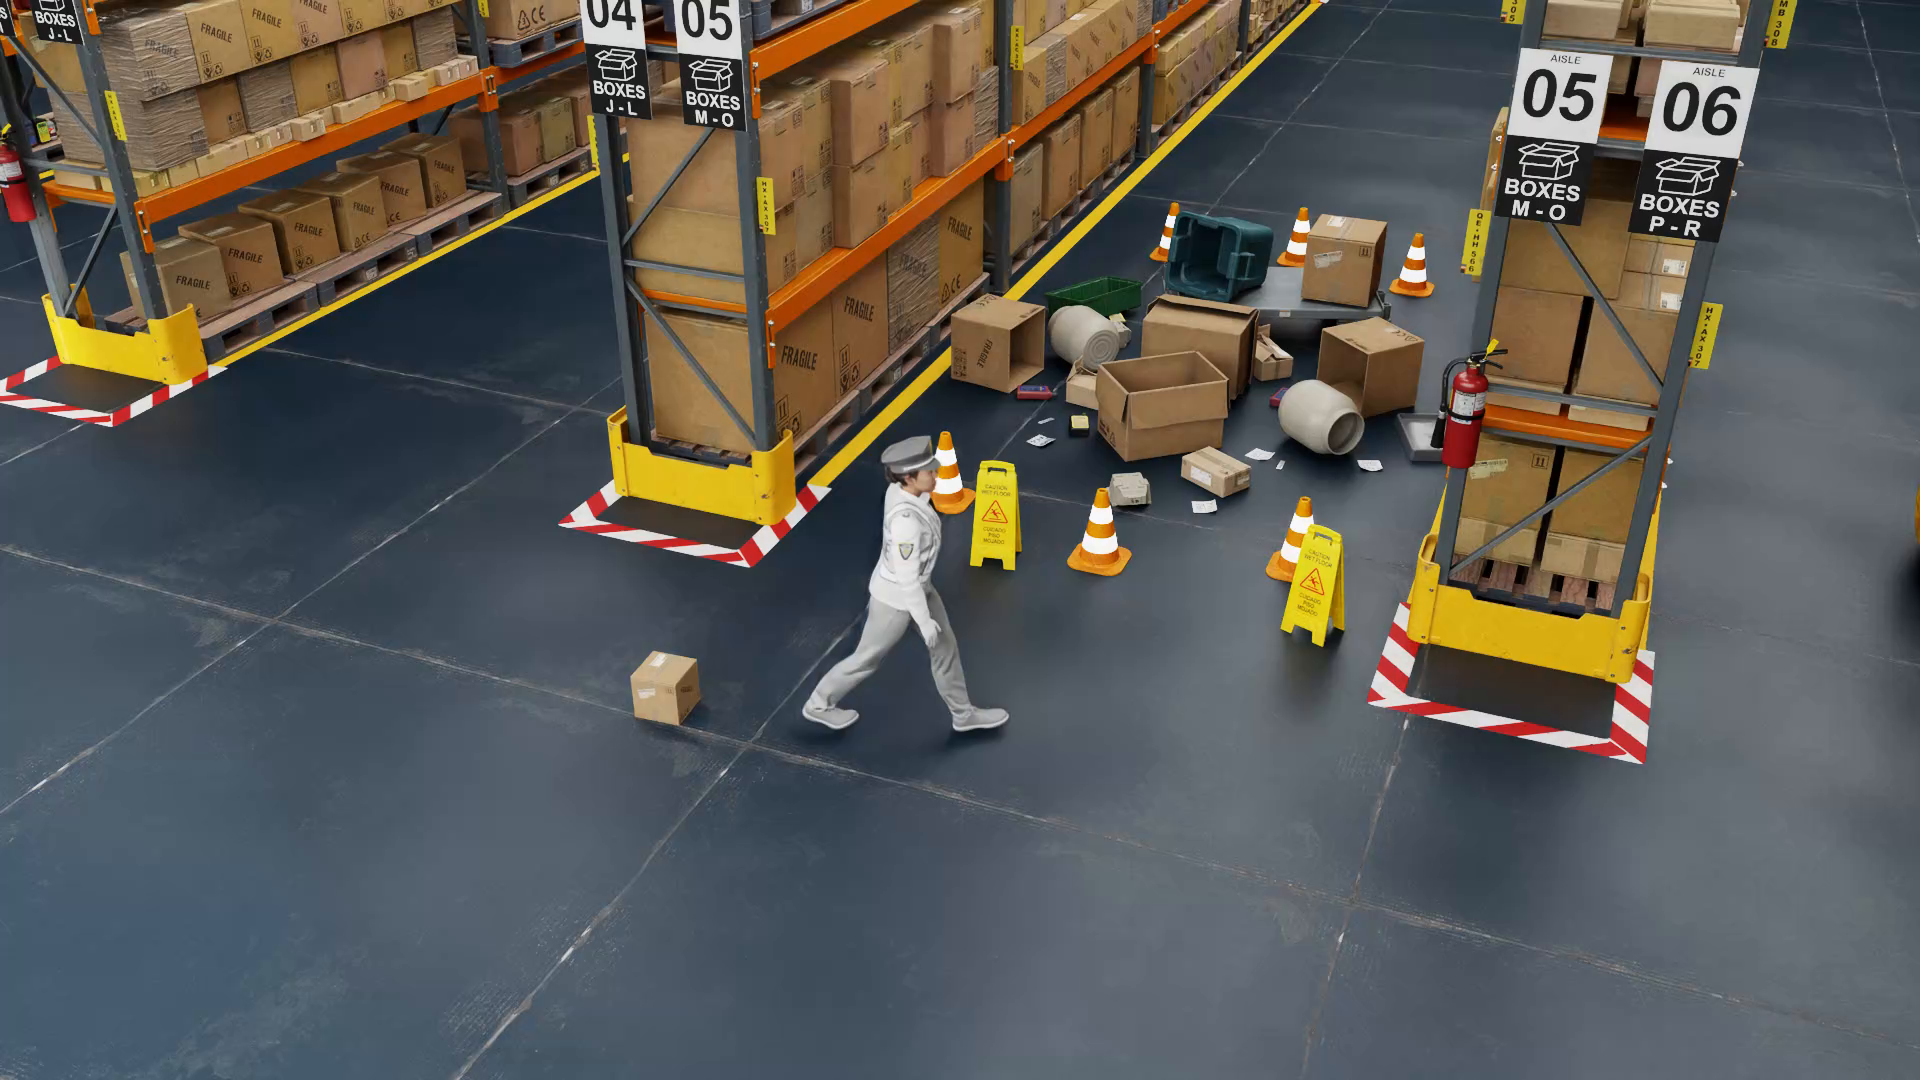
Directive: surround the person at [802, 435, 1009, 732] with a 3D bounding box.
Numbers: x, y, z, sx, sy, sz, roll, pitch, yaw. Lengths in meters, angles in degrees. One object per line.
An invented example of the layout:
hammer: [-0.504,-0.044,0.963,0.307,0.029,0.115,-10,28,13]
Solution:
person: [-0.274,0.254,7.936,1.030,1.626,0.511,3,30,5]
